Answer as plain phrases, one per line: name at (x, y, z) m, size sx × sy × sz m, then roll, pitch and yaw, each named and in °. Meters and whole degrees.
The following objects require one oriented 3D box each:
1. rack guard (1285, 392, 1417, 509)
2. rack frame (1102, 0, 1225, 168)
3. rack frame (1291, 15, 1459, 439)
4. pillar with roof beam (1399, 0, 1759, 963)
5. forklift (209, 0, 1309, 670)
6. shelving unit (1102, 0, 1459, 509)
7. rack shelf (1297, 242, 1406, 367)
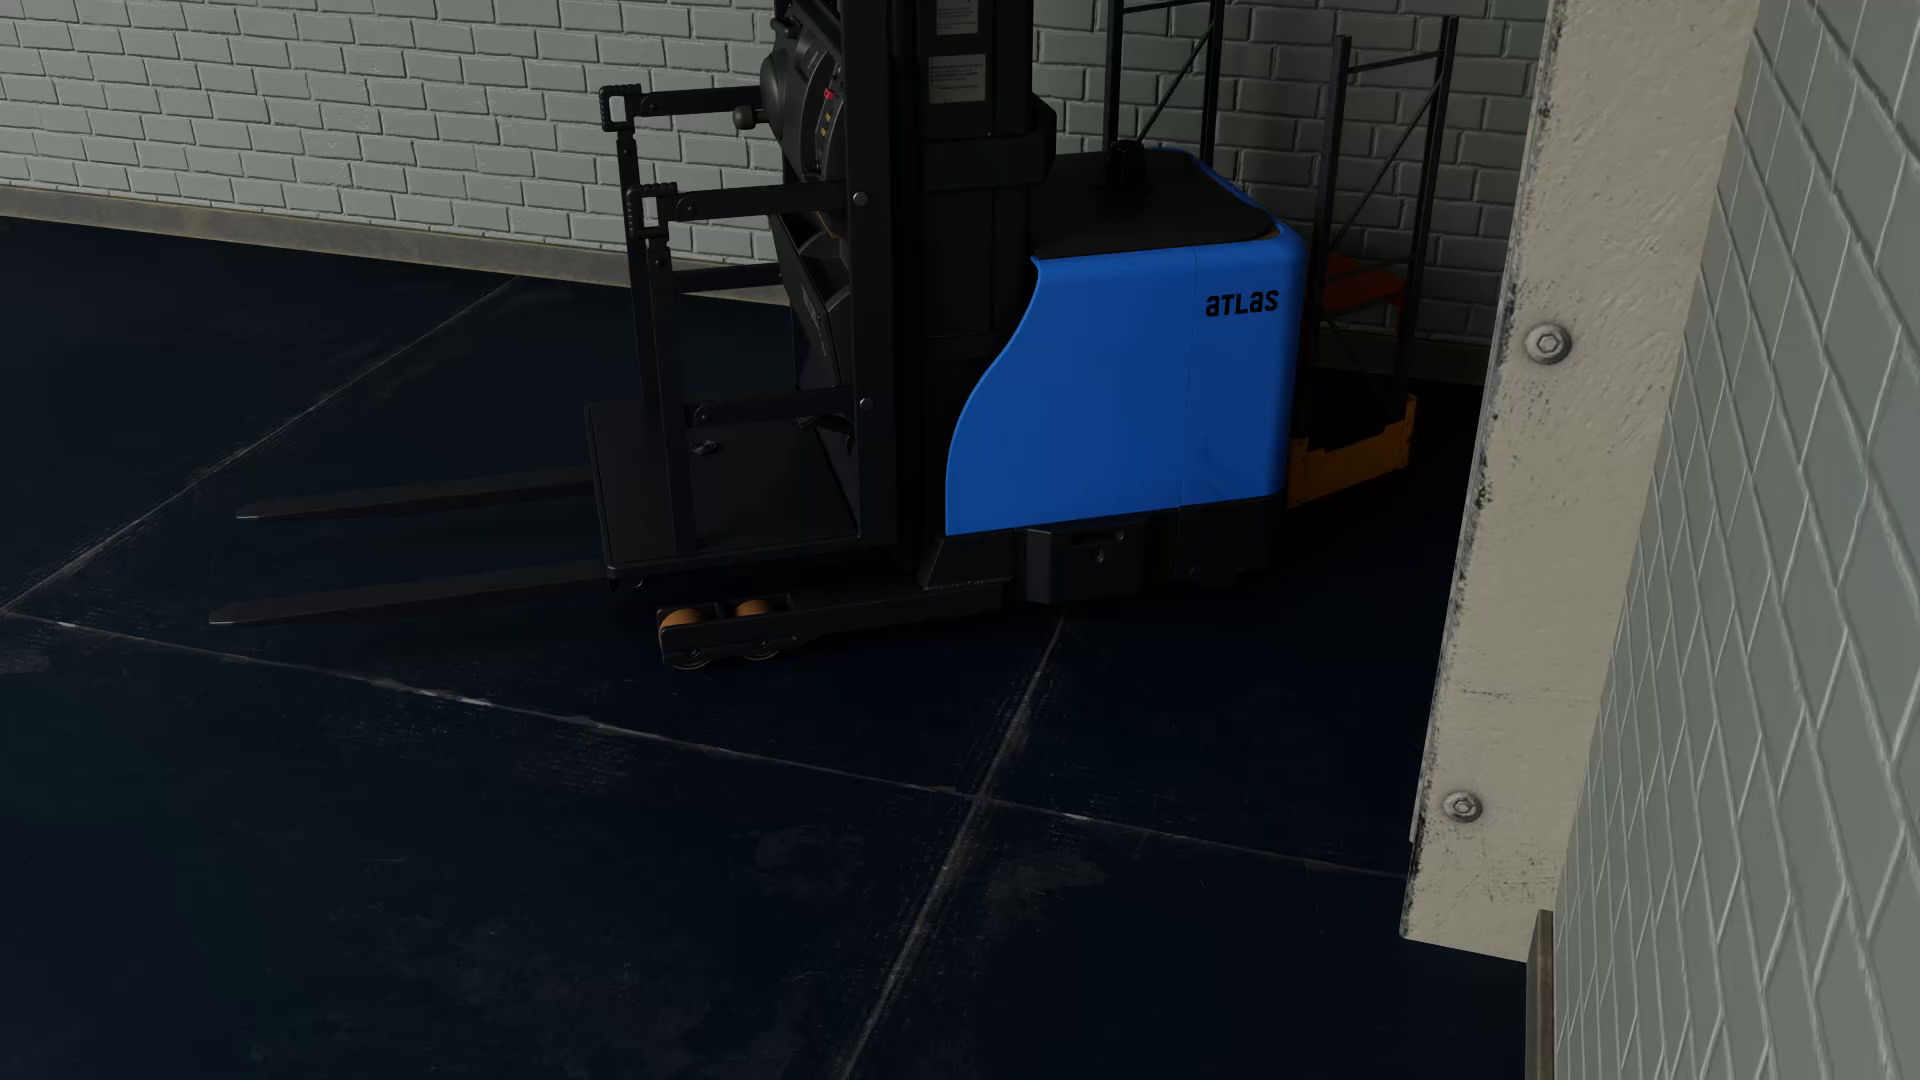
rack guard at (1.283, -0.304, 5.539) m, size 0.587 × 0.250 × 0.087 m, roll -19°, pitch 34°, yaw -30°
rack frame at (0.706, -1.257, 5.966) m, size 0.500 × 1.500 × 0.032 m, roll -19°, pitch 34°, yaw -30°
rack frame at (1.283, -0.850, 5.235) m, size 0.500 × 1.500 × 0.032 m, roll -19°, pitch 34°, yaw -30°
pillar with roof beam at (-2.940, -3.740, 2.717) m, size 9.100 × 9.000 × 0.400 m, roll 8°, pitch 30°, yaw 15°
forklift at (-0.603, -1.205, 4.402) m, size 3.031 × 2.935 × 1.130 m, roll -7°, pitch 30°, yaw -13°
shelving unit at (1.000, -1.049, 5.594) m, size 0.587 × 1.500 × 1.083 m, roll -19°, pitch 34°, yaw -30°
rack shelf at (0.995, -0.896, 5.688) m, size 0.538 × 0.185 × 1.000 m, roll -19°, pitch 34°, yaw -30°
